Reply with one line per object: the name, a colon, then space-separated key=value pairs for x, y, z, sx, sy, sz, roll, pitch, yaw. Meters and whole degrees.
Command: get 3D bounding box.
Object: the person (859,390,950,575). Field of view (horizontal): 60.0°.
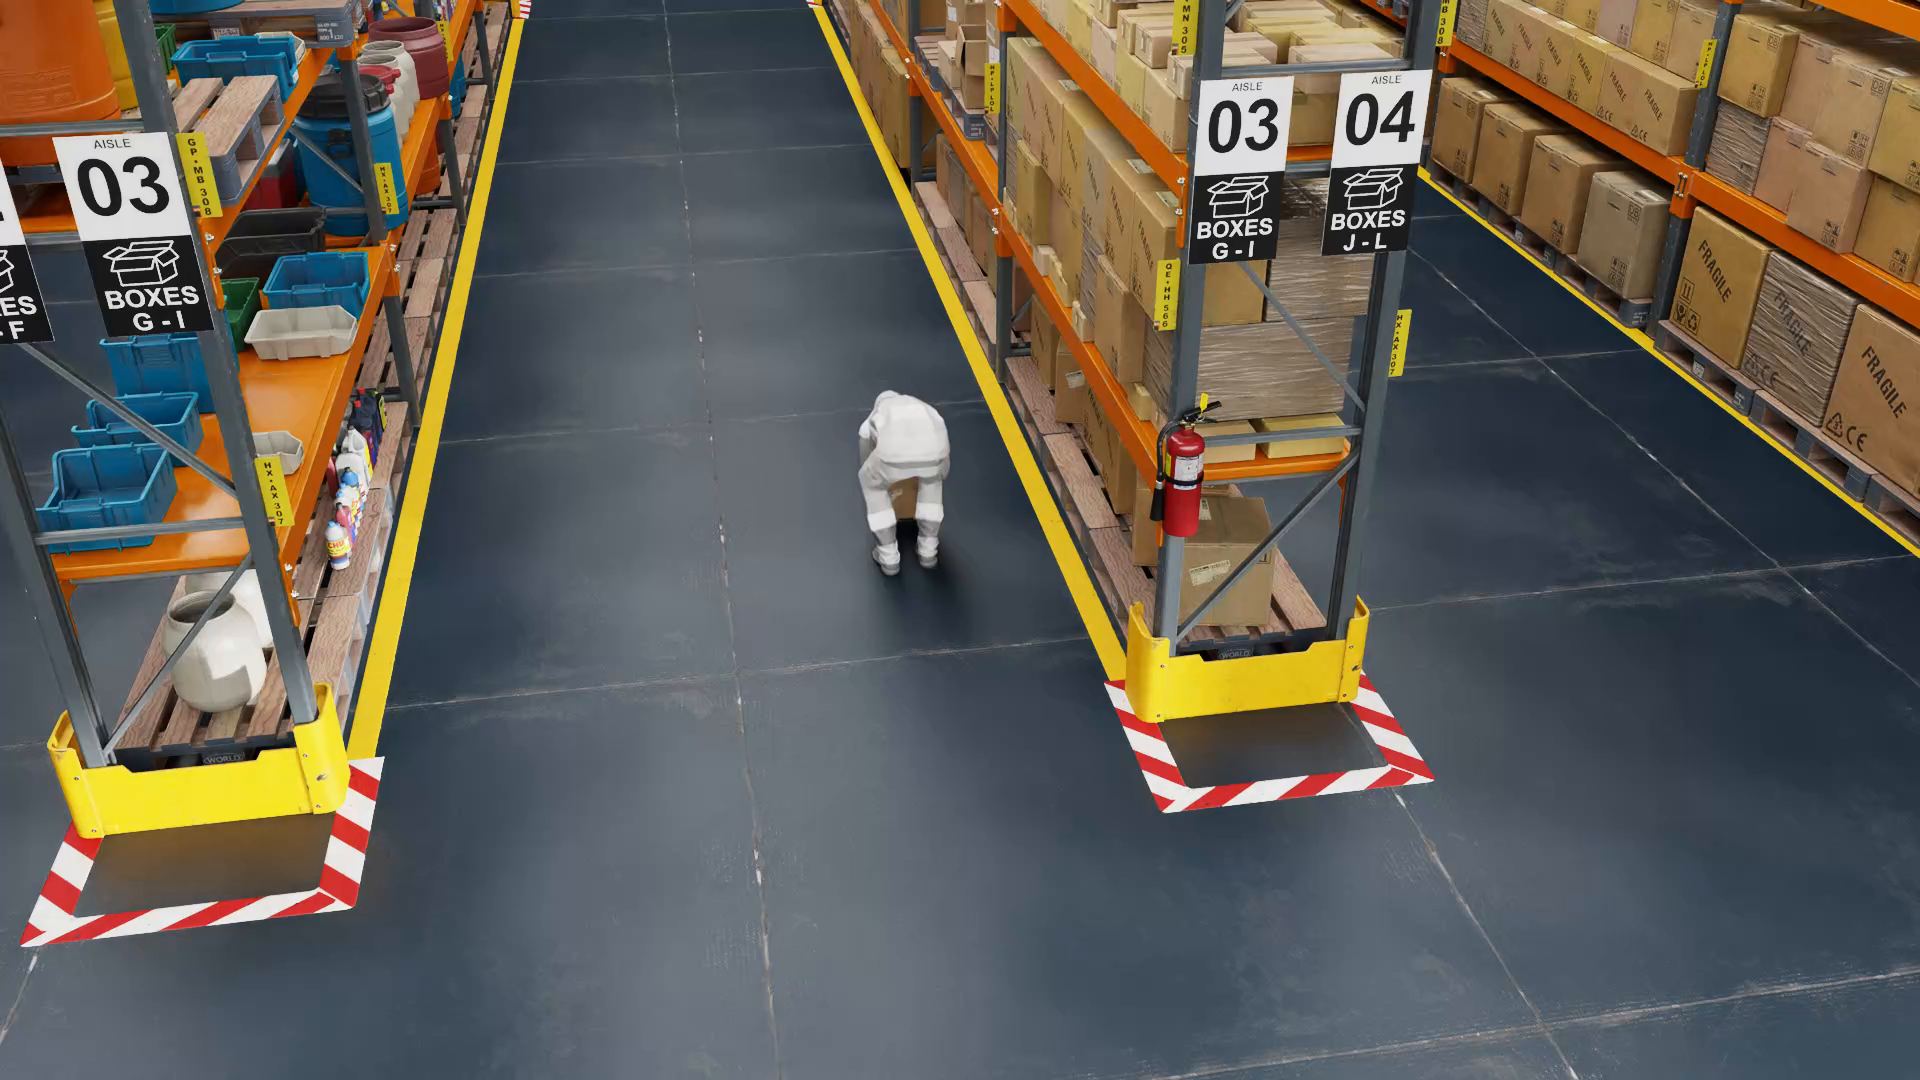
person: x=-0.341 y=-0.397 z=9.556 sx=0.522 sy=1.010 sz=0.952 roll=-7 pitch=31 yaw=-11
